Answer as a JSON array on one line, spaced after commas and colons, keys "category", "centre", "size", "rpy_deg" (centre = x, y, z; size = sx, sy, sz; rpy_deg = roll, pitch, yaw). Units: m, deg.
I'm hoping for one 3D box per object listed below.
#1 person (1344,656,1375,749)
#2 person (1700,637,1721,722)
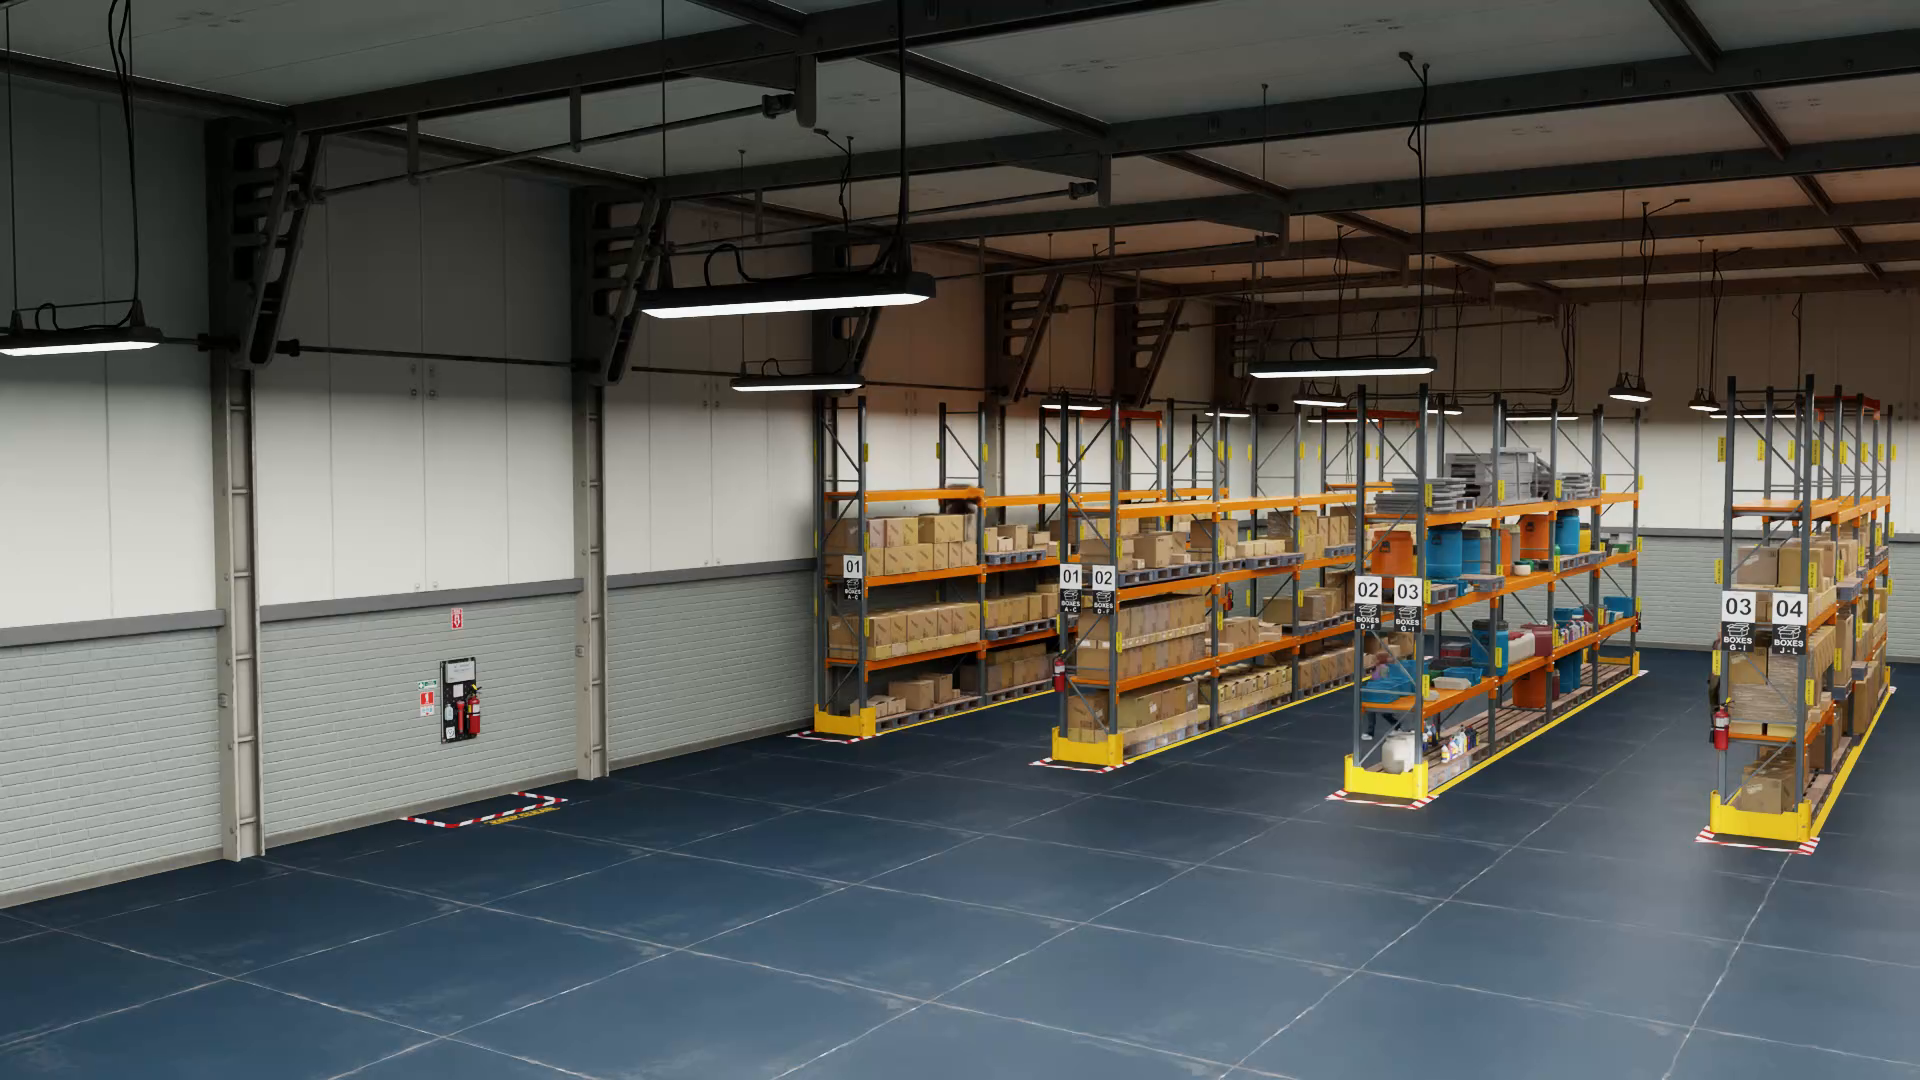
[{"category": "person", "centre": [6.746, 2.707, 28.113], "size": [0.536, 1.562, 0.895], "rpy_deg": [2, 4, 37]}, {"category": "person", "centre": [13.830, 2.593, 30.142], "size": [0.761, 1.753, 1.056], "rpy_deg": [1, 3, 24]}]
